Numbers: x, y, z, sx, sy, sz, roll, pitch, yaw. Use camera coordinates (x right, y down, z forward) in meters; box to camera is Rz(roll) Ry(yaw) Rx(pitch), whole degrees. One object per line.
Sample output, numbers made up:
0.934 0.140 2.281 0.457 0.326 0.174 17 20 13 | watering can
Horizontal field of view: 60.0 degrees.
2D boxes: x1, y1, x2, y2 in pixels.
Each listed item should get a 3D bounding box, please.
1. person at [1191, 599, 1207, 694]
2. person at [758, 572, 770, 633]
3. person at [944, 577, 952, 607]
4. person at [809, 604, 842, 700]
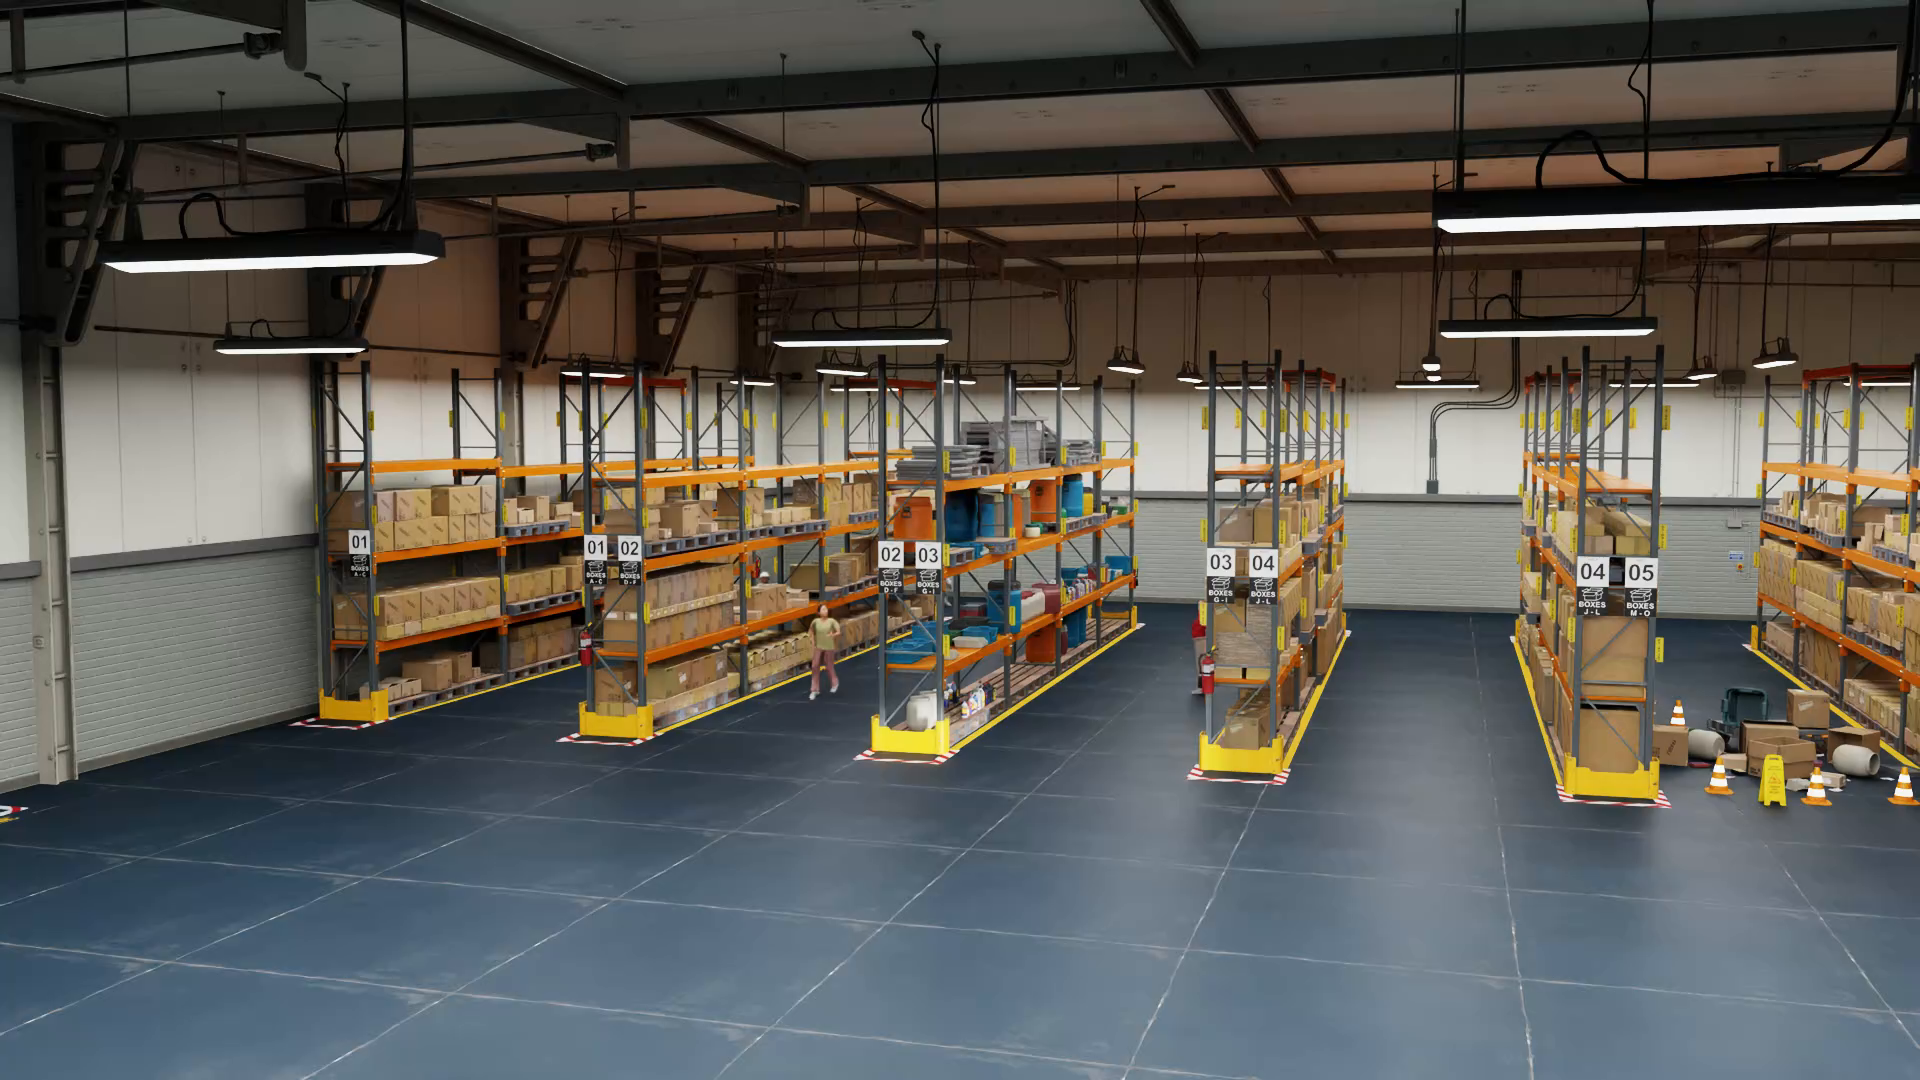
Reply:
4.438 1.953 30.609 0.387 1.730 0.601 0 4 6 | person
-4.297 1.552 36.263 0.533 1.729 1.013 2 4 21 | person
-0.507 0.911 44.755 0.638 1.795 0.509 -3 5 -32 | person
-2.469 2.005 30.125 0.623 1.700 0.830 2 4 21 | person
